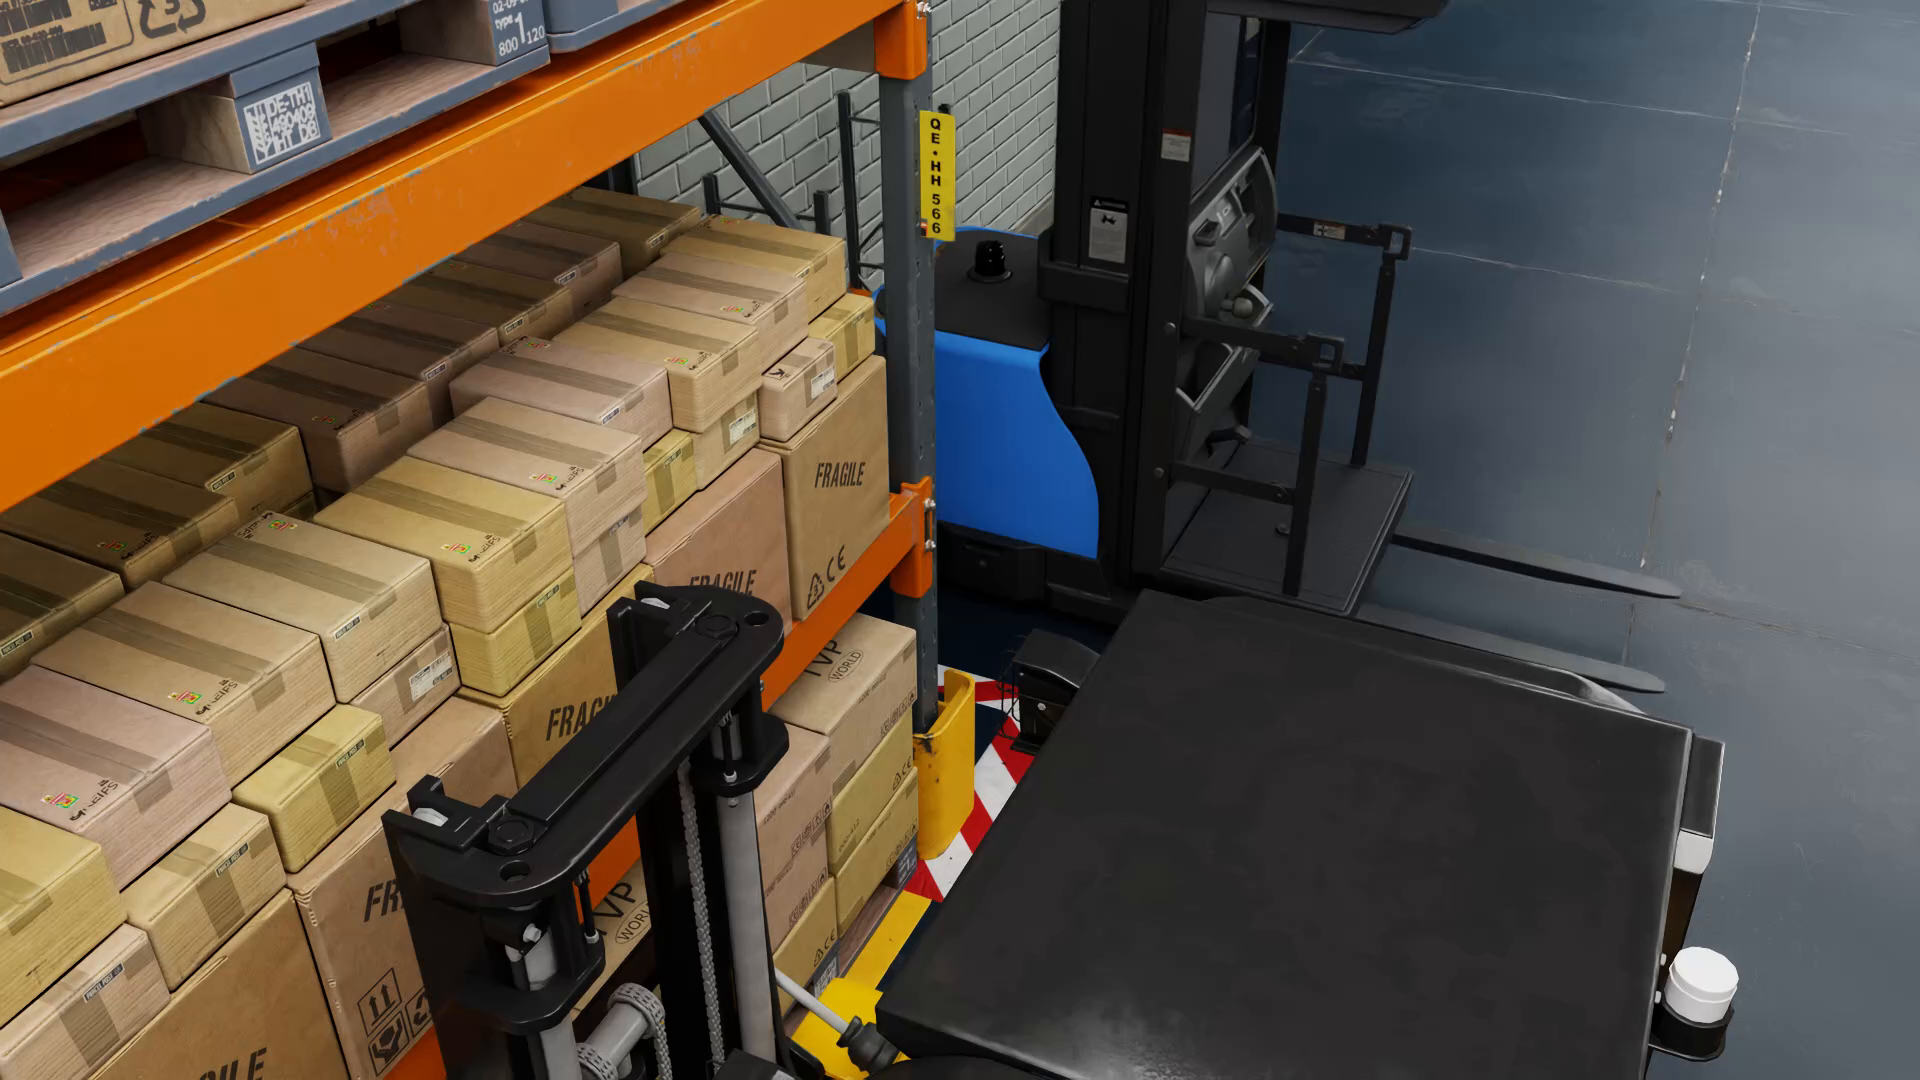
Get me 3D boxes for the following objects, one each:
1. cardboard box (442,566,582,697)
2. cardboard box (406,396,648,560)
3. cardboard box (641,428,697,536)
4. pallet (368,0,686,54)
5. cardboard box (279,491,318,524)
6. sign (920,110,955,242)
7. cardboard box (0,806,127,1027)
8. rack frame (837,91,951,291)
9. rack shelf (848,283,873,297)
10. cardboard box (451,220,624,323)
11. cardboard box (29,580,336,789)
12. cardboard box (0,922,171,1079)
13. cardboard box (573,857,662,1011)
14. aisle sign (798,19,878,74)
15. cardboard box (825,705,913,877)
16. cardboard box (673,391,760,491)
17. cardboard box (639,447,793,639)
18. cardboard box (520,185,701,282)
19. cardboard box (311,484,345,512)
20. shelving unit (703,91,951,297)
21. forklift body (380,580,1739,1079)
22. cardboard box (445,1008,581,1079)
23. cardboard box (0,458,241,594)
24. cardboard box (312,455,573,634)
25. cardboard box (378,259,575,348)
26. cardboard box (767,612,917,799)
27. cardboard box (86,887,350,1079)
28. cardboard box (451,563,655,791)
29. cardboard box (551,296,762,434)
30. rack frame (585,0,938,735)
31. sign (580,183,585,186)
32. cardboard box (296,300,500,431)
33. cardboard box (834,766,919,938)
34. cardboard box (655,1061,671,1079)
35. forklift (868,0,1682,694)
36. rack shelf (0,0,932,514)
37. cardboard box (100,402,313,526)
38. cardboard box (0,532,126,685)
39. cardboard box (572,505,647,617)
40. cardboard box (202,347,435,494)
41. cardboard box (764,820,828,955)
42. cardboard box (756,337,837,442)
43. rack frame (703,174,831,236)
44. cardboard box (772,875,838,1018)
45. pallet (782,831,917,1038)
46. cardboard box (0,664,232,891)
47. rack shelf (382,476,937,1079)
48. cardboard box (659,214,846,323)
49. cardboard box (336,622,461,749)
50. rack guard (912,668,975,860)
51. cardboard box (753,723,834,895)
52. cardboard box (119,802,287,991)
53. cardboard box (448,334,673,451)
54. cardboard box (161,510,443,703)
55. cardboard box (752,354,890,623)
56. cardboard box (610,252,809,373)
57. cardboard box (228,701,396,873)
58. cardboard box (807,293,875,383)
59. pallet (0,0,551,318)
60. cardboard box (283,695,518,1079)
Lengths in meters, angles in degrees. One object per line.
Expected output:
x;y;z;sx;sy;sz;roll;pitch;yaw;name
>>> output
-0.950;0.123;3.144;0.380;0.149;0.250;14;36;21;cardboard box
-0.843;-0.127;3.255;0.380;0.149;0.250;15;36;22;cardboard box
-0.794;-0.151;3.562;0.380;0.149;0.250;14;36;20;cardboard box
-0.864;-1.316;3.367;1.003;0.211;1.213;14;36;20;pallet
-1.525;-0.025;3.369;0.380;0.149;0.250;15;36;22;cardboard box
-0.058;-0.897;4.111;0.100;0.325;0.005;14;36;20;sign
-1.405;0.499;2.300;0.380;0.149;0.250;14;36;20;cardboard box
-0.248;-1.148;7.112;0.500;1.500;0.032;13;35;22;rack frame
-0.458;-0.743;6.824;0.538;0.185;1.000;13;35;22;rack shelf
-1.048;-0.646;4.046;0.380;0.149;0.250;15;36;22;cardboard box
-1.261;0.231;2.708;0.380;0.149;0.250;14;36;21;cardboard box
-1.374;0.634;2.365;0.380;0.149;0.250;14;36;20;cardboard box
-0.865;0.921;3.823;0.500;0.250;0.500;15;36;21;cardboard box
-0.251;-1.498;3.928;0.394;0.787;0.004;14;36;20;aisle sign
-0.465;0.634;4.716;0.500;0.250;0.500;14;36;20;cardboard box
-0.680;-0.272;3.747;0.380;0.149;0.250;15;36;21;cardboard box
-0.738;0.075;3.810;0.500;0.500;0.500;15;36;22;cardboard box
-0.880;-0.764;4.226;0.380;0.149;0.250;13;36;20;cardboard box
-1.416;-0.159;3.575;0.380;0.149;0.250;15;36;21;cardboard box
-0.467;-0.890;6.721;0.587;1.500;1.083;13;35;22;shelving unit
0.319;1.273;2.848;2.313;2.155;1.214;14;36;20;forklift body
-1.084;1.172;3.440;0.500;0.250;0.500;13;36;20;cardboard box
-1.553;-0.001;3.061;0.380;0.149;0.250;14;36;21;cardboard box
-0.946;0.003;3.056;0.380;0.149;0.250;15;36;21;cardboard box
-1.117;-0.507;3.834;0.380;0.149;0.250;15;36;21;cardboard box
-0.454;0.412;4.599;0.500;0.250;0.500;15;36;22;cardboard box
-1.382;0.828;2.660;0.500;0.500;0.500;14;36;20;cardboard box
-0.952;0.330;3.420;0.500;0.500;0.500;13;36;20;cardboard box
-0.663;-0.389;3.654;0.380;0.149;0.250;15;36;22;cardboard box
-0.545;-0.445;4.693;1.000;3.000;0.127;14;36;20;rack frame
-1.047;-0.971;4.633;0.100;0.325;0.005;14;36;20;sign
-1.234;-0.387;3.651;0.380;0.149;0.250;14;36;21;cardboard box
-0.455;0.836;4.865;0.500;0.250;0.500;14;36;21;cardboard box
-0.881;1.143;3.939;0.500;0.250;0.500;13;36;19;cardboard box
1.124;-1.044;5.669;3.031;2.935;1.130;14;36;21;forklift
-1.382;-0.403;2.549;1.077;0.370;4.000;14;36;20;rack shelf
-1.521;-0.142;3.277;0.380;0.149;0.250;13;36;19;cardboard box
-1.660;0.132;2.859;0.380;0.149;0.250;15;36;22;cardboard box
-0.863;-0.007;3.343;0.380;0.149;0.250;13;35;19;cardboard box
-1.322;-0.250;3.442;0.380;0.149;0.250;15;36;22;cardboard box
-0.684;0.881;4.339;0.500;0.250;0.500;14;36;20;cardboard box
-0.516;-0.387;3.922;0.380;0.149;0.250;15;36;21;cardboard box
-0.678;-0.640;6.343;0.500;1.500;0.032;13;35;22;rack frame
-0.671;1.081;4.490;0.500;0.250;0.500;14;36;20;cardboard box
-0.827;1.111;4.862;1.003;0.211;1.213;14;36;20;pallet
-1.349;0.359;2.513;0.380;0.149;0.250;14;36;20;cardboard box
-1.382;0.852;3.372;1.077;0.370;4.000;14;36;20;rack shelf
-0.504;-0.656;4.061;0.380;0.149;0.250;14;36;21;cardboard box
-1.136;0.227;2.986;0.380;0.149;0.250;14;36;20;cardboard box
-0.535;0.588;5.397;1.175;0.500;0.348;14;36;20;rack guard
-0.663;0.667;4.209;0.500;0.250;0.500;15;36;21;cardboard box
-1.285;0.505;2.562;0.380;0.149;0.250;13;35;19;cardboard box
-0.835;-0.282;3.491;0.380;0.149;0.250;14;36;21;cardboard box
-1.140;0.109;2.894;0.380;0.149;0.250;15;36;21;cardboard box
-0.512;-0.182;4.200;0.500;0.500;0.500;13;36;19;cardboard box
-0.579;-0.526;3.863;0.380;0.149;0.250;14;36;21;cardboard box
-1.181;0.370;2.768;0.380;0.149;0.250;13;36;20;cardboard box
-0.436;-0.521;4.127;0.380;0.149;0.250;15;36;21;cardboard box
-1.374;-0.707;2.437;1.003;0.211;1.213;14;36;20;pallet
-1.152;0.583;3.034;0.500;0.500;0.500;14;36;21;cardboard box
